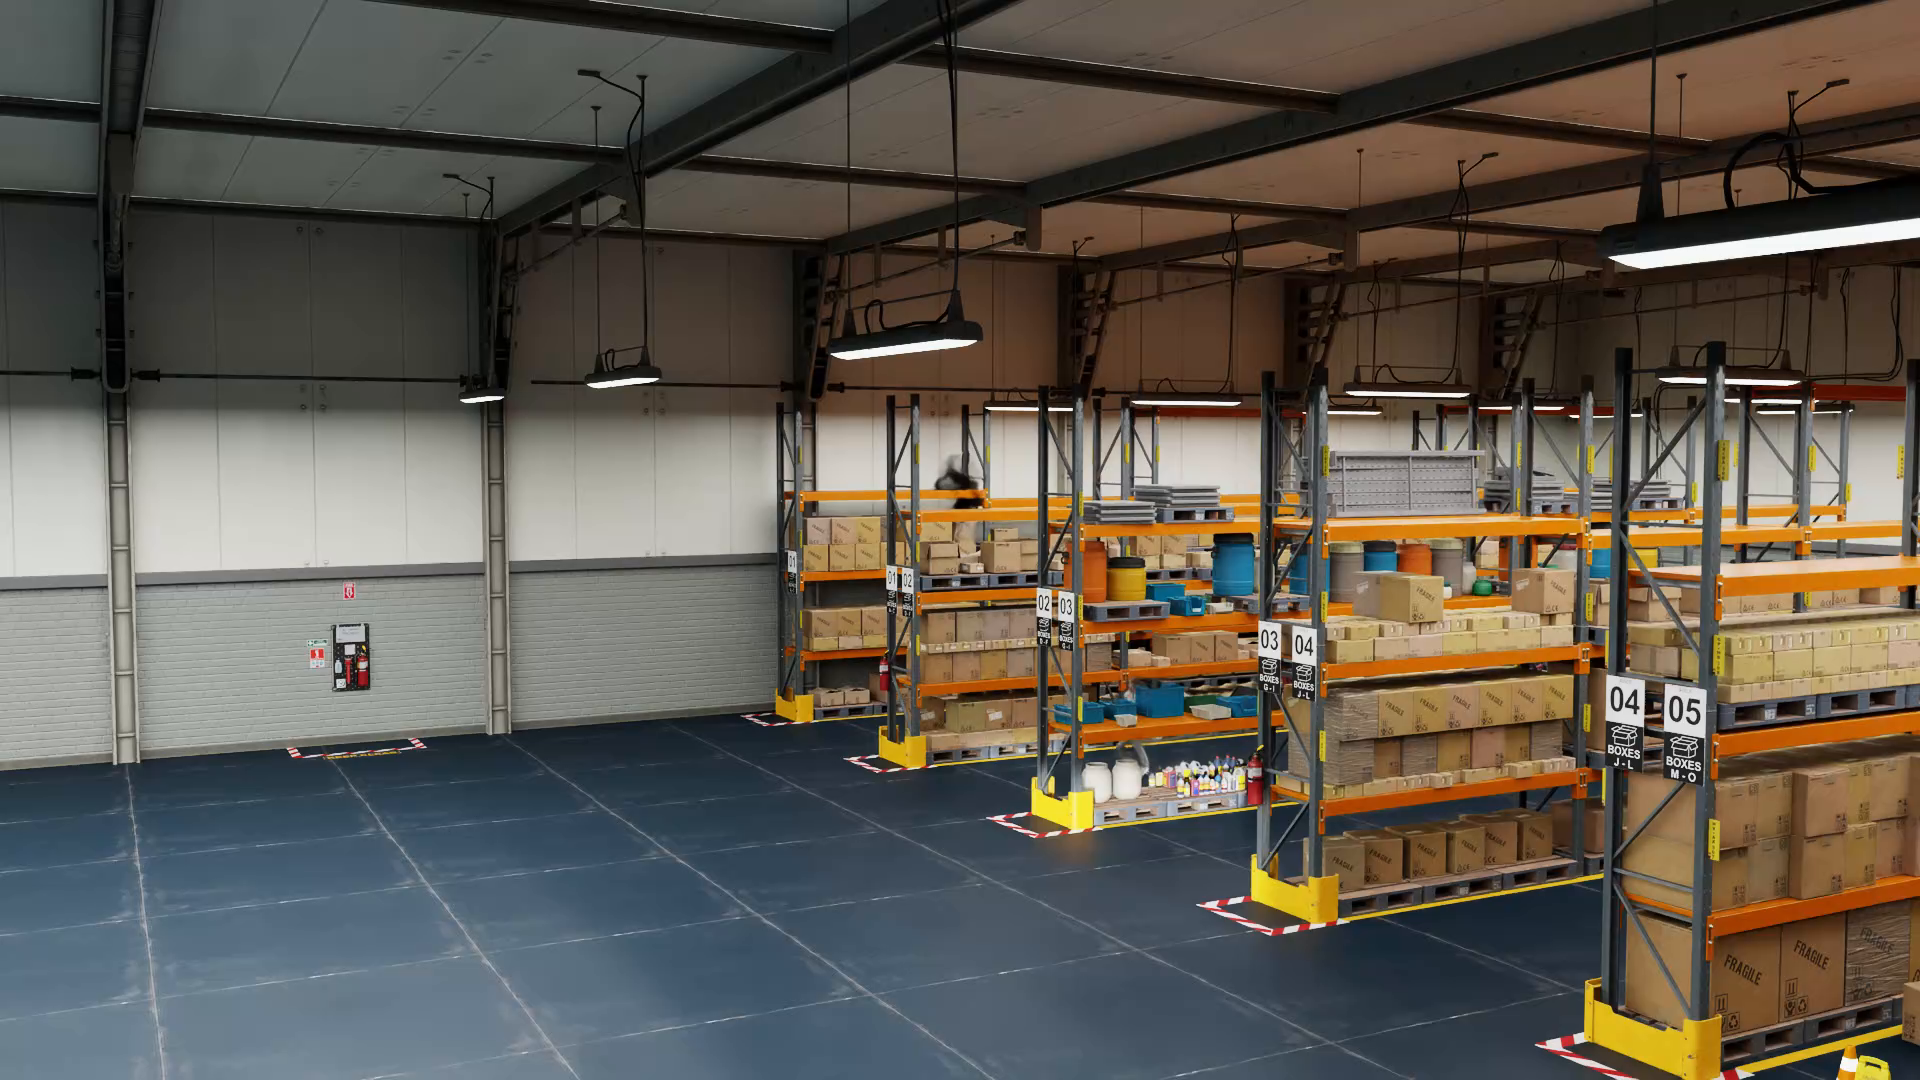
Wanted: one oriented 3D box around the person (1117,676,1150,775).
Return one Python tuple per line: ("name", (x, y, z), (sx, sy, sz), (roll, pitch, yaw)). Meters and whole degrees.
("person", (2.679, 2.916, 25.686), (0.519, 1.644, 0.722), (3, 4, 43))
